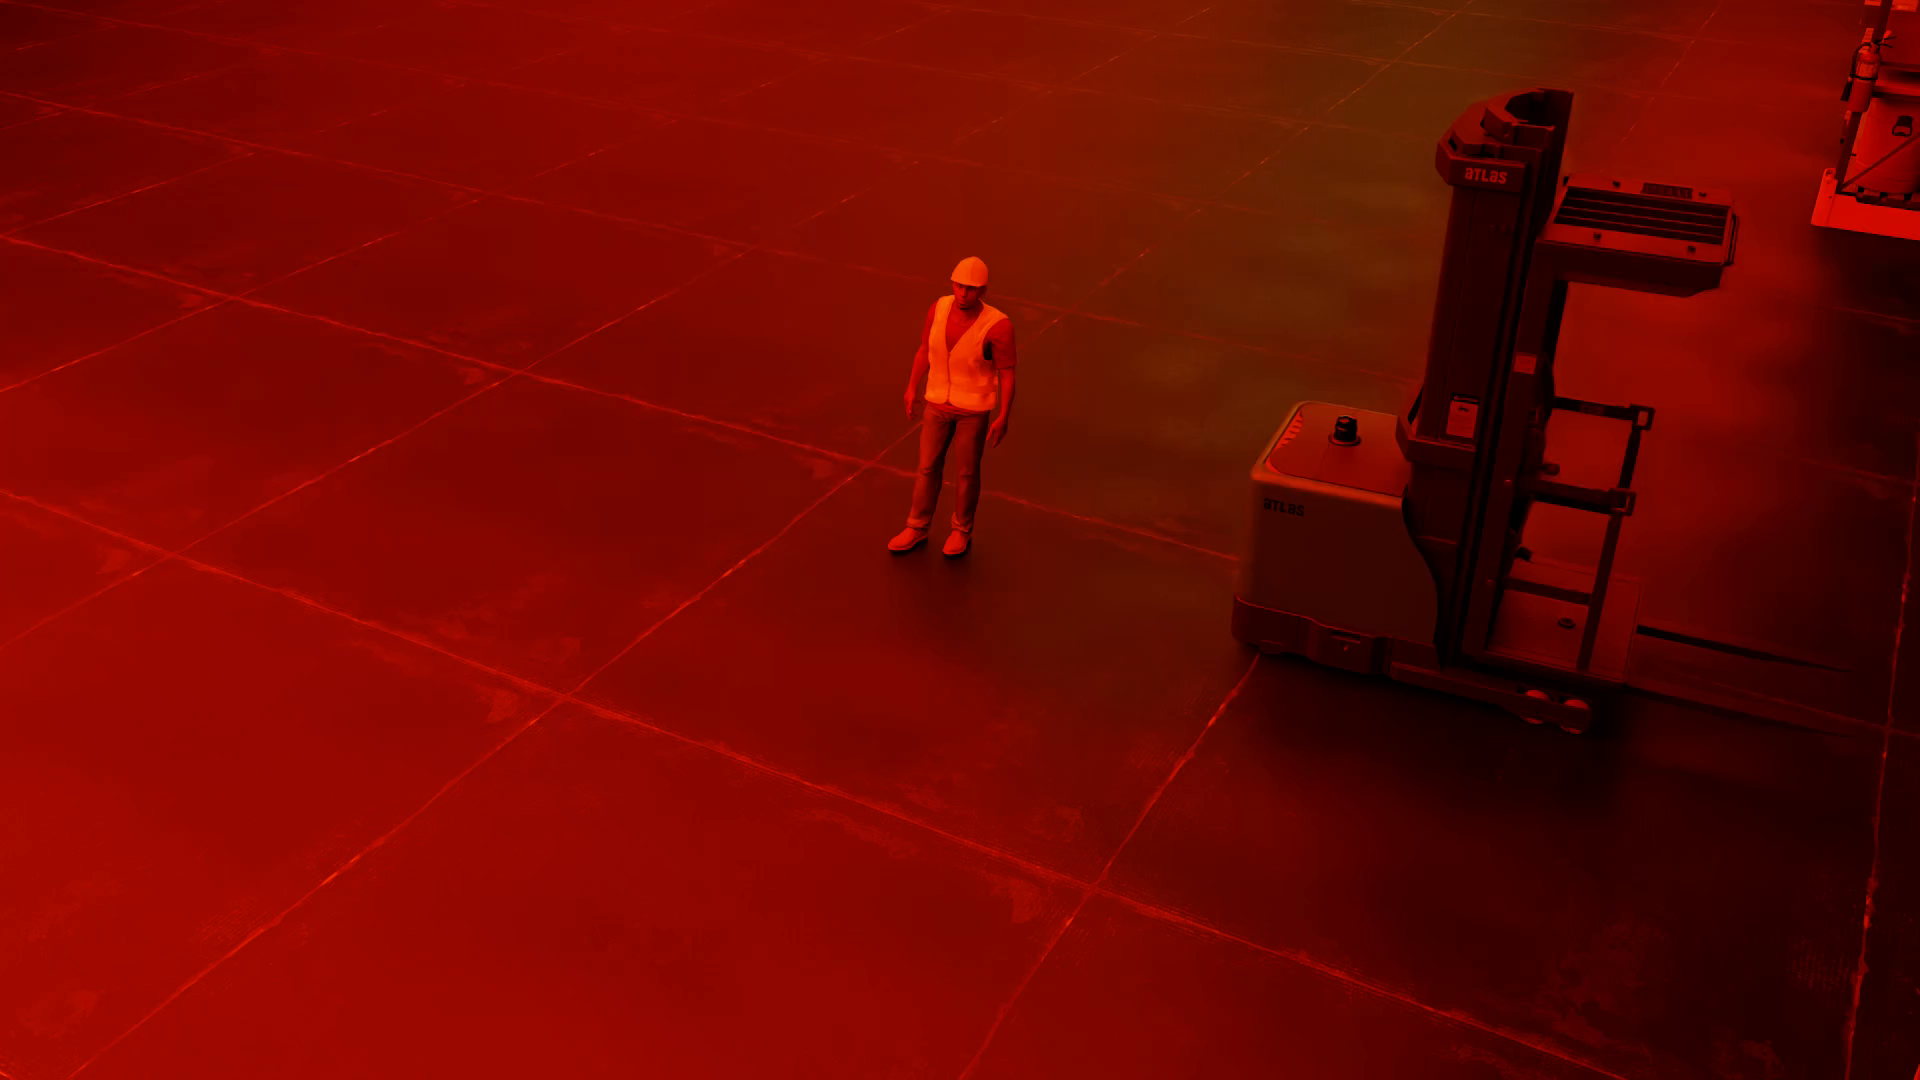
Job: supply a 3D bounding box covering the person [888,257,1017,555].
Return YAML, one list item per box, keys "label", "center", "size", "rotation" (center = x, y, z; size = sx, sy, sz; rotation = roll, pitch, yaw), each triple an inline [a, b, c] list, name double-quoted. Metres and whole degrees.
- label: "person"
  center: [-0.039, -0.742, 9.507]
  size: [0.665, 1.768, 0.575]
  rotation: [15, 33, 25]

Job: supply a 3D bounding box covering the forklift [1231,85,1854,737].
- label: "forklift"
  center: [3.028, -0.606, 8.120]
  size: [3.031, 2.935, 1.130]
  rotation: [13, 32, 21]
